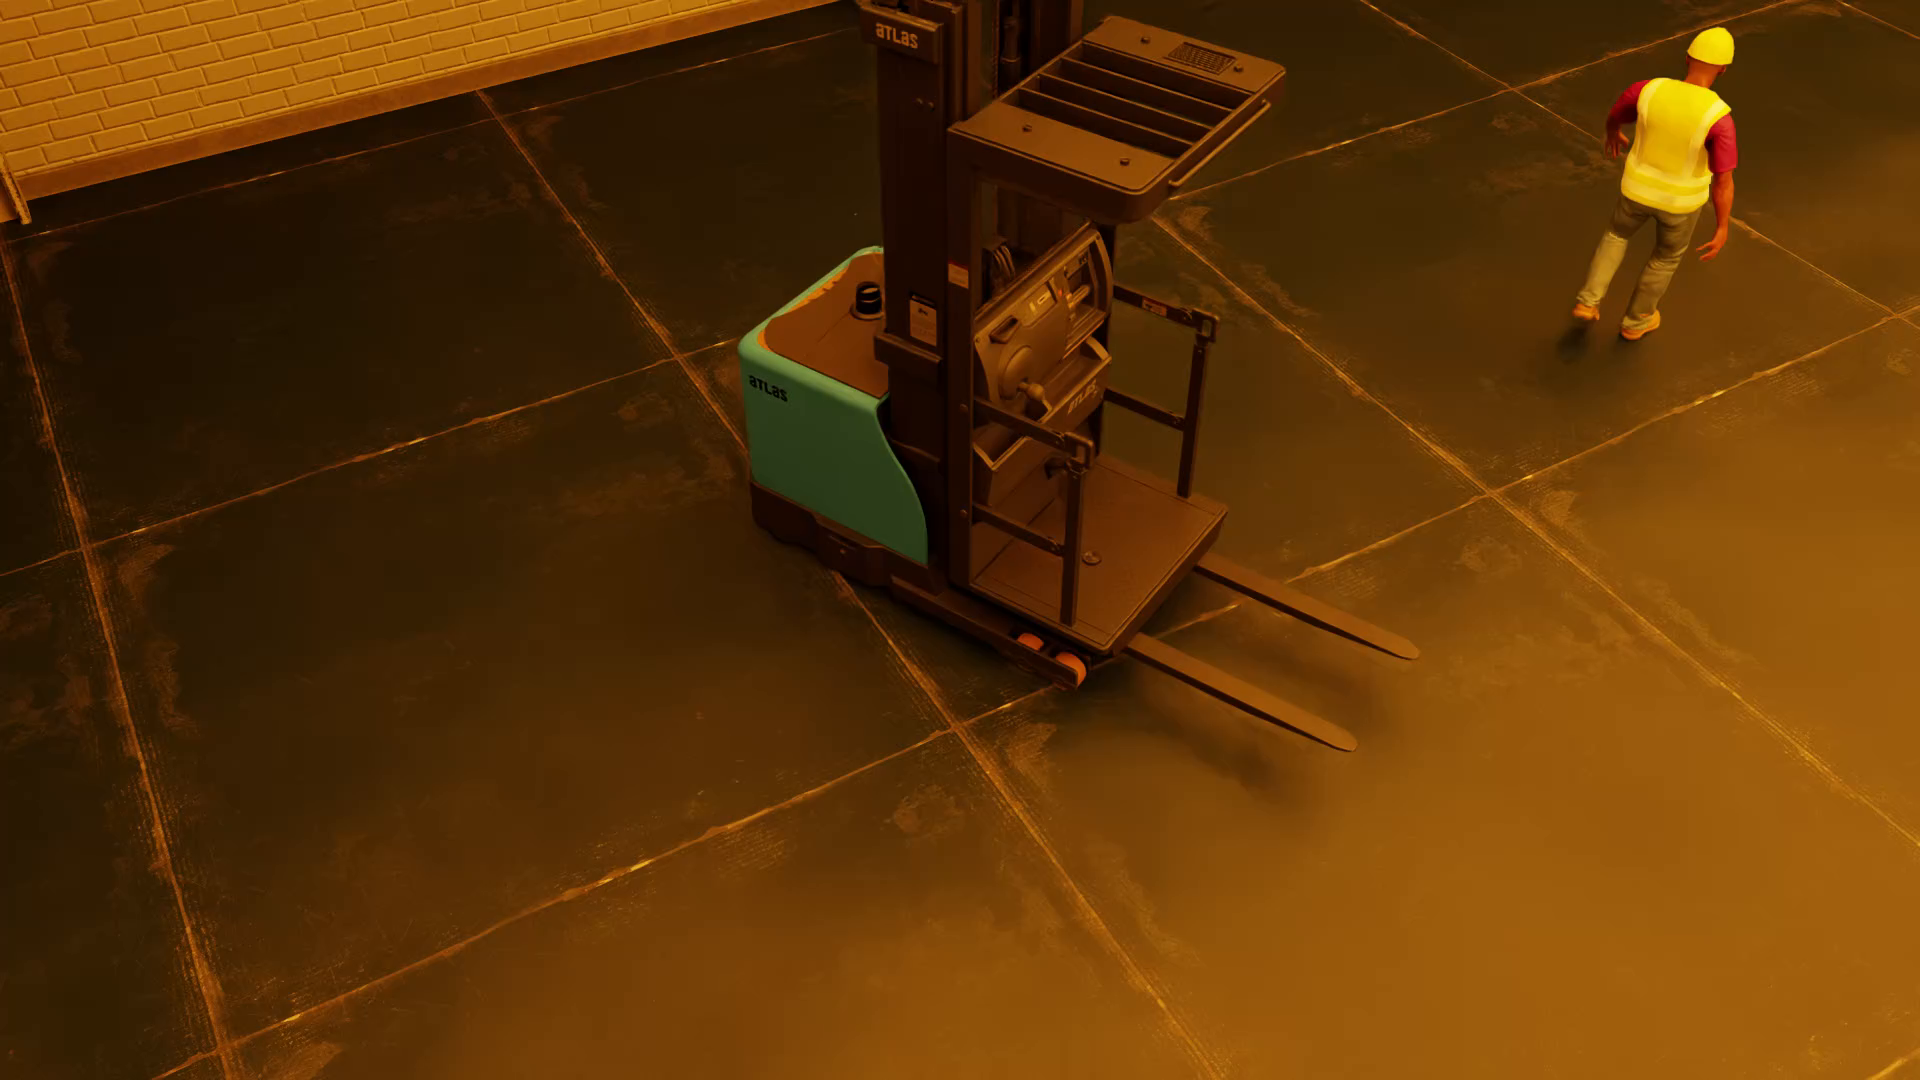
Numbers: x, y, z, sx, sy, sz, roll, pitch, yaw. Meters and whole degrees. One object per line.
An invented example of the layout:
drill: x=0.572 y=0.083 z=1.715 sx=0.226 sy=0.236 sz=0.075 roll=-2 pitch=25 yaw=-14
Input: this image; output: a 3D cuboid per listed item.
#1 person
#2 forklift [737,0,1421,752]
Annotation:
person: x=3.574 y=-1.775 z=8.483 sx=0.829 sy=1.747 sz=0.583 roll=31 pitch=51 yaw=29
forklift: x=0.514 y=-0.843 z=6.607 sx=3.031 sy=2.935 sz=1.130 roll=25 pitch=49 yaw=25
